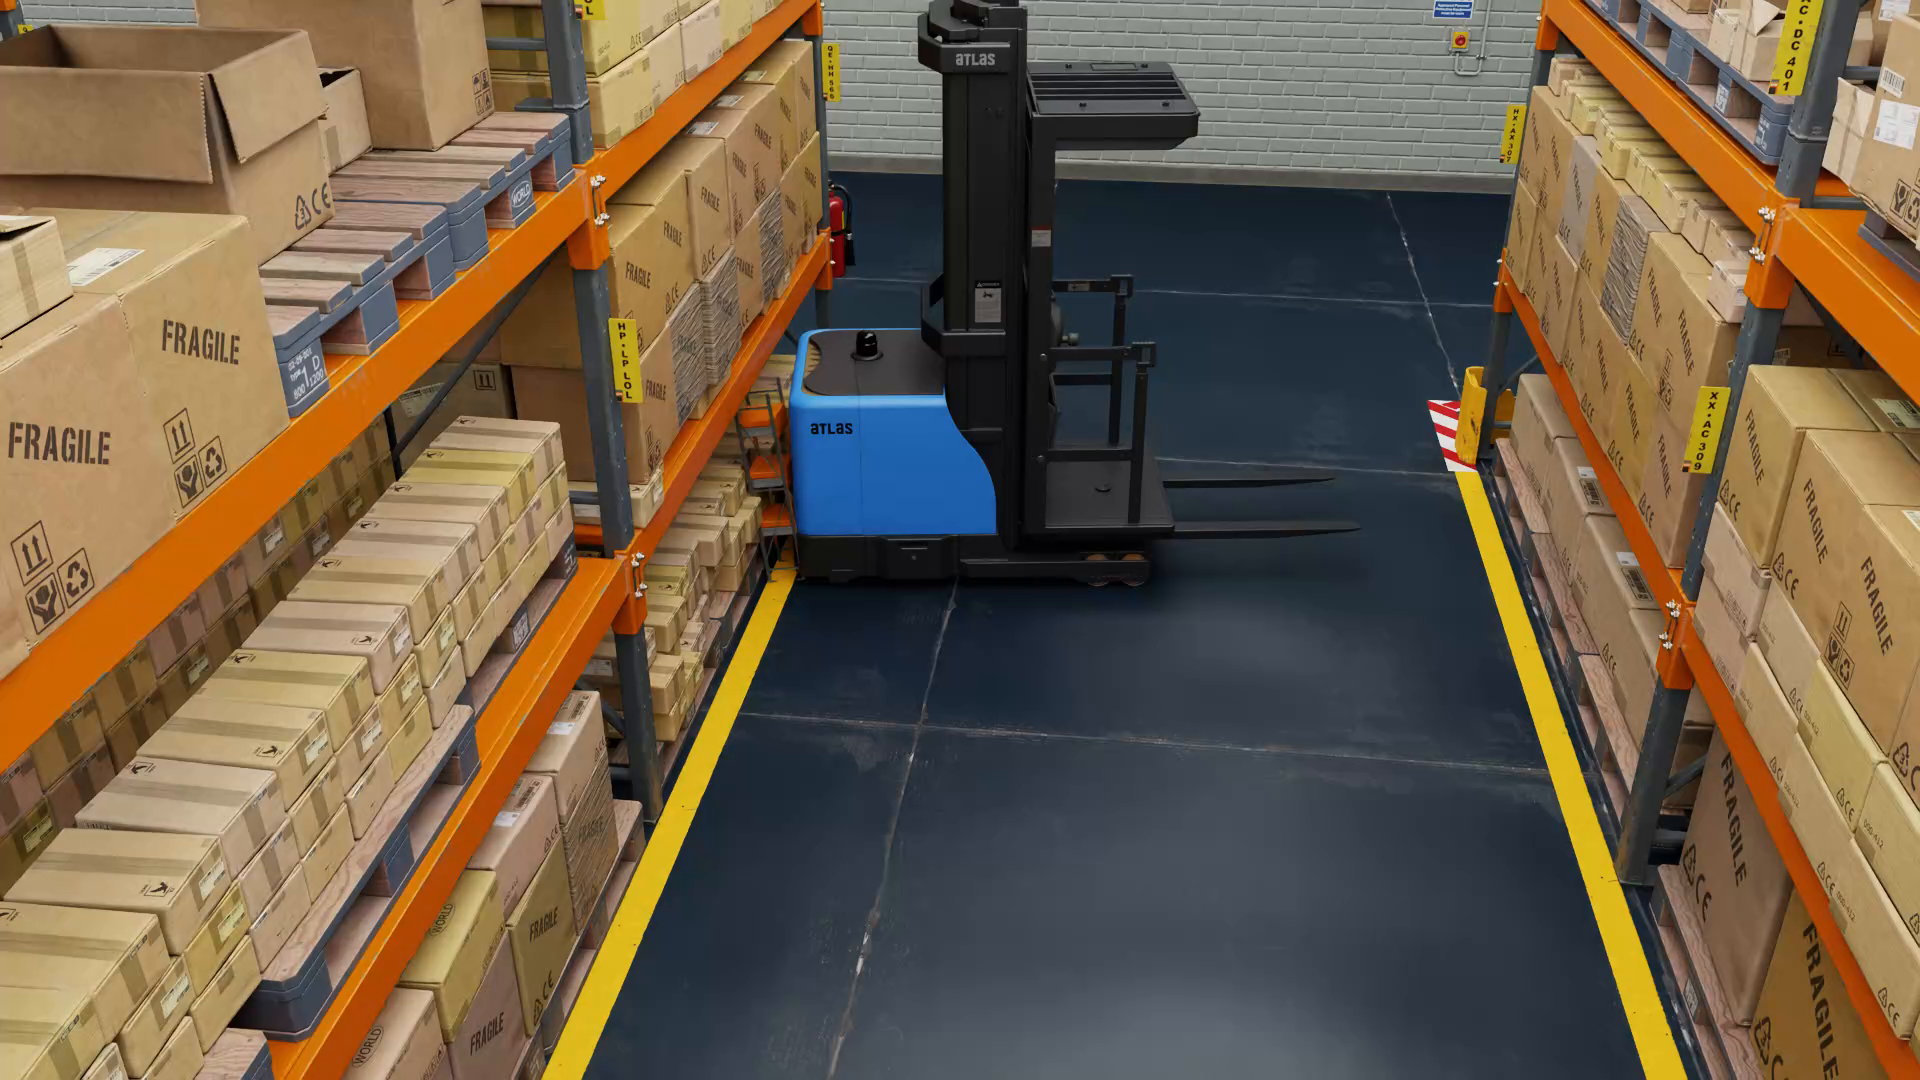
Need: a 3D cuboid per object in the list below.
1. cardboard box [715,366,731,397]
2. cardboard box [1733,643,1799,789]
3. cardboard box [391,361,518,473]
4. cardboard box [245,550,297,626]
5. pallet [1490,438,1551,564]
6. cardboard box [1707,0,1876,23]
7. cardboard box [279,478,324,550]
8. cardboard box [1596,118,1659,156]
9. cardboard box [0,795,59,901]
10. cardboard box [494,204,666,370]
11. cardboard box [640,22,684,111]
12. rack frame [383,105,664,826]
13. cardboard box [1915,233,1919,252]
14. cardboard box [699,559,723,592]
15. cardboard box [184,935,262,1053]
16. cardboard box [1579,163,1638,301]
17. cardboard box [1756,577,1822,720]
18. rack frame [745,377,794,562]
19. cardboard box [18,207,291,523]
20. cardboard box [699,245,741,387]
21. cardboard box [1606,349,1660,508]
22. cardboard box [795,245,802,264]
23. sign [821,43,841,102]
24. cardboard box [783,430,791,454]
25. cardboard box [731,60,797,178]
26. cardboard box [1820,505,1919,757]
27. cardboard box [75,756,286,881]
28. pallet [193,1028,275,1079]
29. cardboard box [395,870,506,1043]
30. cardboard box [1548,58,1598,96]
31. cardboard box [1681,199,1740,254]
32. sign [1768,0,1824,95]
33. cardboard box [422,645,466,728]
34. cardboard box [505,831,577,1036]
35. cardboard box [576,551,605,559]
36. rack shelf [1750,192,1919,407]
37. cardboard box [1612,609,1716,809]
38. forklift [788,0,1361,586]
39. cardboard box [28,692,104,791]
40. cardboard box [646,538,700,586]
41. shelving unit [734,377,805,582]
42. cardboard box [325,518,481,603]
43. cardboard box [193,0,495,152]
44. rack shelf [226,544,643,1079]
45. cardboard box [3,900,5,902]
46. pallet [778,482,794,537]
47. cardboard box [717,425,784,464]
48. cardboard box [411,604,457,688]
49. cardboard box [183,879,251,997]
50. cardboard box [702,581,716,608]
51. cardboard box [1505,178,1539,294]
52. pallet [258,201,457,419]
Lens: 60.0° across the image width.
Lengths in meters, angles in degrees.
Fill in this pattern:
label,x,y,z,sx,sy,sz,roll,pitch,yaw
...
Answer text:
label,x,y,z,sx,sy,sz,roll,pitch,yaw
cardboard box,-1.300,-0.801,7.839,0.380,0.149,0.250,5,29,8
cardboard box,2.775,0.567,5.193,0.500,0.250,0.500,3,28,5
cardboard box,-1.994,-0.593,6.770,0.500,0.500,0.500,3,28,6
cardboard box,-2.370,0.145,5.326,0.380,0.149,0.250,2,28,4
pallet,3.622,-0.209,9.415,1.003,0.211,1.213,3,28,6
cardboard box,3.286,-2.166,6.288,0.797,0.503,0.637,6,29,10
cardboard box,-2.340,-0.100,5.467,0.380,0.149,0.250,4,29,7
cardboard box,3.151,-1.826,7.633,0.380,0.149,0.250,4,29,7
cardboard box,-2.530,0.760,4.186,0.380,0.149,0.250,3,28,6
cardboard box,-1.476,-0.988,6.448,0.500,0.500,0.500,4,29,7
cardboard box,-1.402,-1.868,6.550,0.500,0.250,0.500,3,28,5
rack frame,-1.773,-0.174,6.411,1.000,3.000,0.127,3,28,6
cardboard box,2.650,-0.762,4.142,0.380,0.166,0.250,1,28,3
cardboard box,-1.382,0.117,8.120,0.380,0.149,0.250,5,29,9
cardboard box,-1.910,1.055,3.951,0.380,0.149,0.250,5,29,9
cardboard box,3.129,-1.371,7.472,0.500,0.500,0.500,3,29,6
cardboard box,2.783,0.349,5.070,0.500,0.250,0.500,4,29,7
rack frame,-0.957,-0.361,8.792,0.200,1.050,0.008,-4,25,10
cardboard box,-1.818,-0.381,3.526,0.500,0.500,0.500,3,28,6
cardboard box,-1.311,-1.036,7.592,0.500,0.500,0.500,3,28,5
cardboard box,3.013,-0.454,6.825,0.500,0.500,0.500,3,28,5
cardboard box,-1.110,-1.662,9.437,0.380,0.149,0.250,3,28,6
sign,-0.734,-2.664,9.479,0.100,0.325,0.005,3,28,6
cardboard box,-1.126,-0.608,9.466,0.380,0.149,0.250,2,28,4
cardboard box,-1.154,-2.204,8.705,0.500,0.500,0.500,2,28,4
cardboard box,2.714,0.249,4.466,0.500,0.500,0.500,3,28,5
cardboard box,-1.885,0.672,4.035,0.380,0.149,0.250,5,29,9
pallet,-2.281,1.451,3.596,1.213,0.211,1.003,3,28,6
cardboard box,-1.740,1.267,5.137,0.500,0.250,0.500,2,28,4
cardboard box,3.324,-2.436,8.765,0.380,0.149,0.250,4,29,7
cardboard box,3.068,-1.222,6.513,0.380,0.149,0.250,3,28,6
sign,2.601,-1.549,5.171,0.100,0.325,0.005,3,28,6
cardboard box,-1.748,0.439,5.095,0.380,0.149,0.250,2,28,4
cardboard box,-1.677,1.346,5.782,0.500,0.500,0.500,3,28,5
cardboard box,-1.863,0.094,7.849,0.380,0.149,0.250,4,29,8
rack shelf,2.907,0.003,3.677,1.077,0.370,4.000,3,28,6
cardboard box,3.336,0.720,7.010,0.875,0.438,0.875,3,28,5
forklift,0.628,-1.298,8.568,3.031,2.935,1.130,-1,28,-1
cardboard box,-2.497,0.506,4.342,0.380,0.149,0.250,5,29,9
cardboard box,-1.441,0.112,7.816,0.380,0.149,0.250,3,28,5
shelving unit,-0.971,-0.308,8.683,0.215,1.050,0.252,-4,25,10
cardboard box,-1.726,0.061,5.168,0.380,0.149,0.250,3,28,6
cardboard box,-1.928,-1.552,5.257,0.700,0.500,0.500,3,28,6
rack shelf,-2.018,1.084,4.834,1.077,0.370,4.000,3,28,6
cardboard box,-2.530,0.894,4.251,0.380,0.149,0.250,2,28,4
pallet,-1.427,-0.413,9.795,1.003,0.211,1.213,3,28,6
cardboard box,-1.162,-0.493,8.938,0.380,0.149,0.250,4,29,8
cardboard box,-1.752,0.311,5.018,0.380,0.149,0.250,2,28,4
cardboard box,-1.913,0.915,3.897,0.380,0.149,0.250,3,29,6
cardboard box,-1.418,0.247,8.192,0.380,0.149,0.250,2,28,4
cardboard box,3.299,-1.652,9.048,0.500,0.500,0.500,3,28,6
pallet,-2.078,-0.639,4.310,1.213,0.211,1.003,3,28,6
